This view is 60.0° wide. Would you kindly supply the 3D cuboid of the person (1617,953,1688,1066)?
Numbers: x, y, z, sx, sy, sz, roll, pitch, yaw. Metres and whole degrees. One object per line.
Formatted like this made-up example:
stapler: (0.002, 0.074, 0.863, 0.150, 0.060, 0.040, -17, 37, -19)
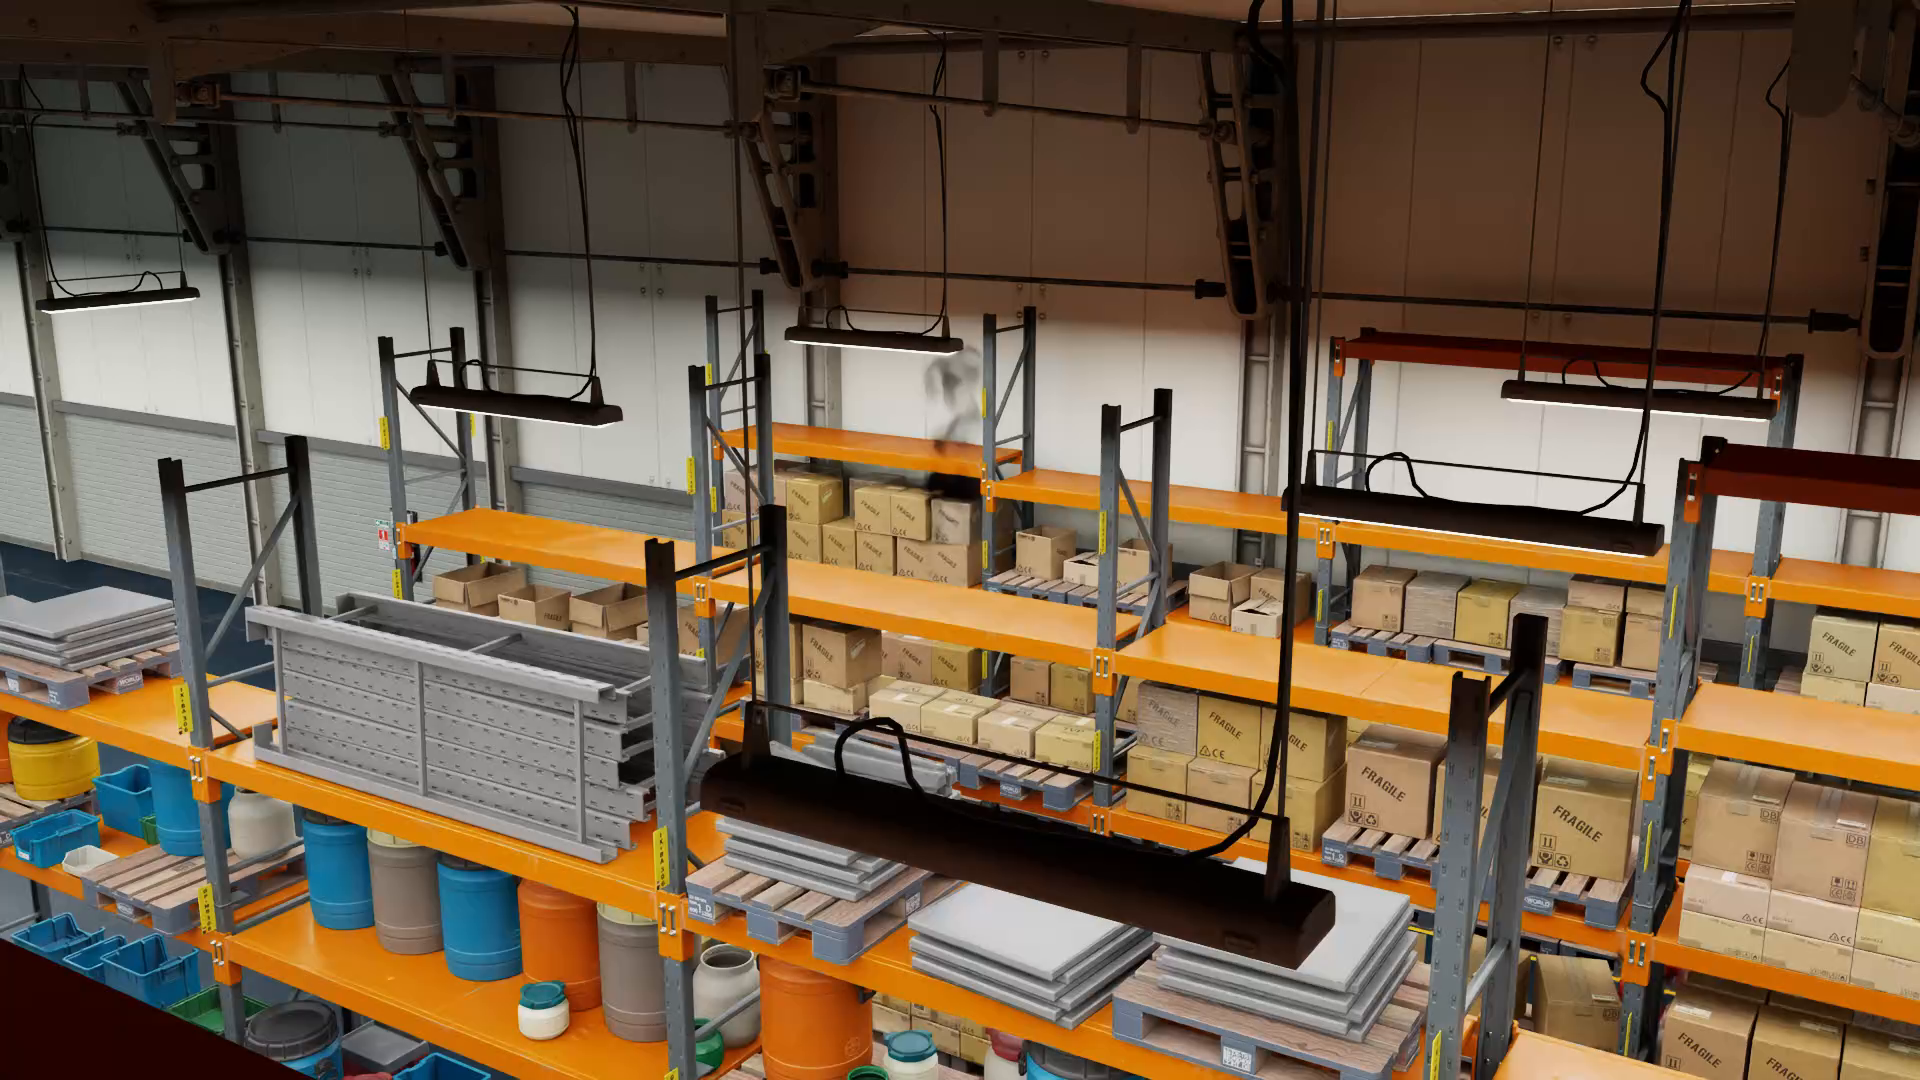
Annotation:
person: (5.552, 4.022, 13.468, 0.918, 1.673, 0.645, 9, 16, 31)
